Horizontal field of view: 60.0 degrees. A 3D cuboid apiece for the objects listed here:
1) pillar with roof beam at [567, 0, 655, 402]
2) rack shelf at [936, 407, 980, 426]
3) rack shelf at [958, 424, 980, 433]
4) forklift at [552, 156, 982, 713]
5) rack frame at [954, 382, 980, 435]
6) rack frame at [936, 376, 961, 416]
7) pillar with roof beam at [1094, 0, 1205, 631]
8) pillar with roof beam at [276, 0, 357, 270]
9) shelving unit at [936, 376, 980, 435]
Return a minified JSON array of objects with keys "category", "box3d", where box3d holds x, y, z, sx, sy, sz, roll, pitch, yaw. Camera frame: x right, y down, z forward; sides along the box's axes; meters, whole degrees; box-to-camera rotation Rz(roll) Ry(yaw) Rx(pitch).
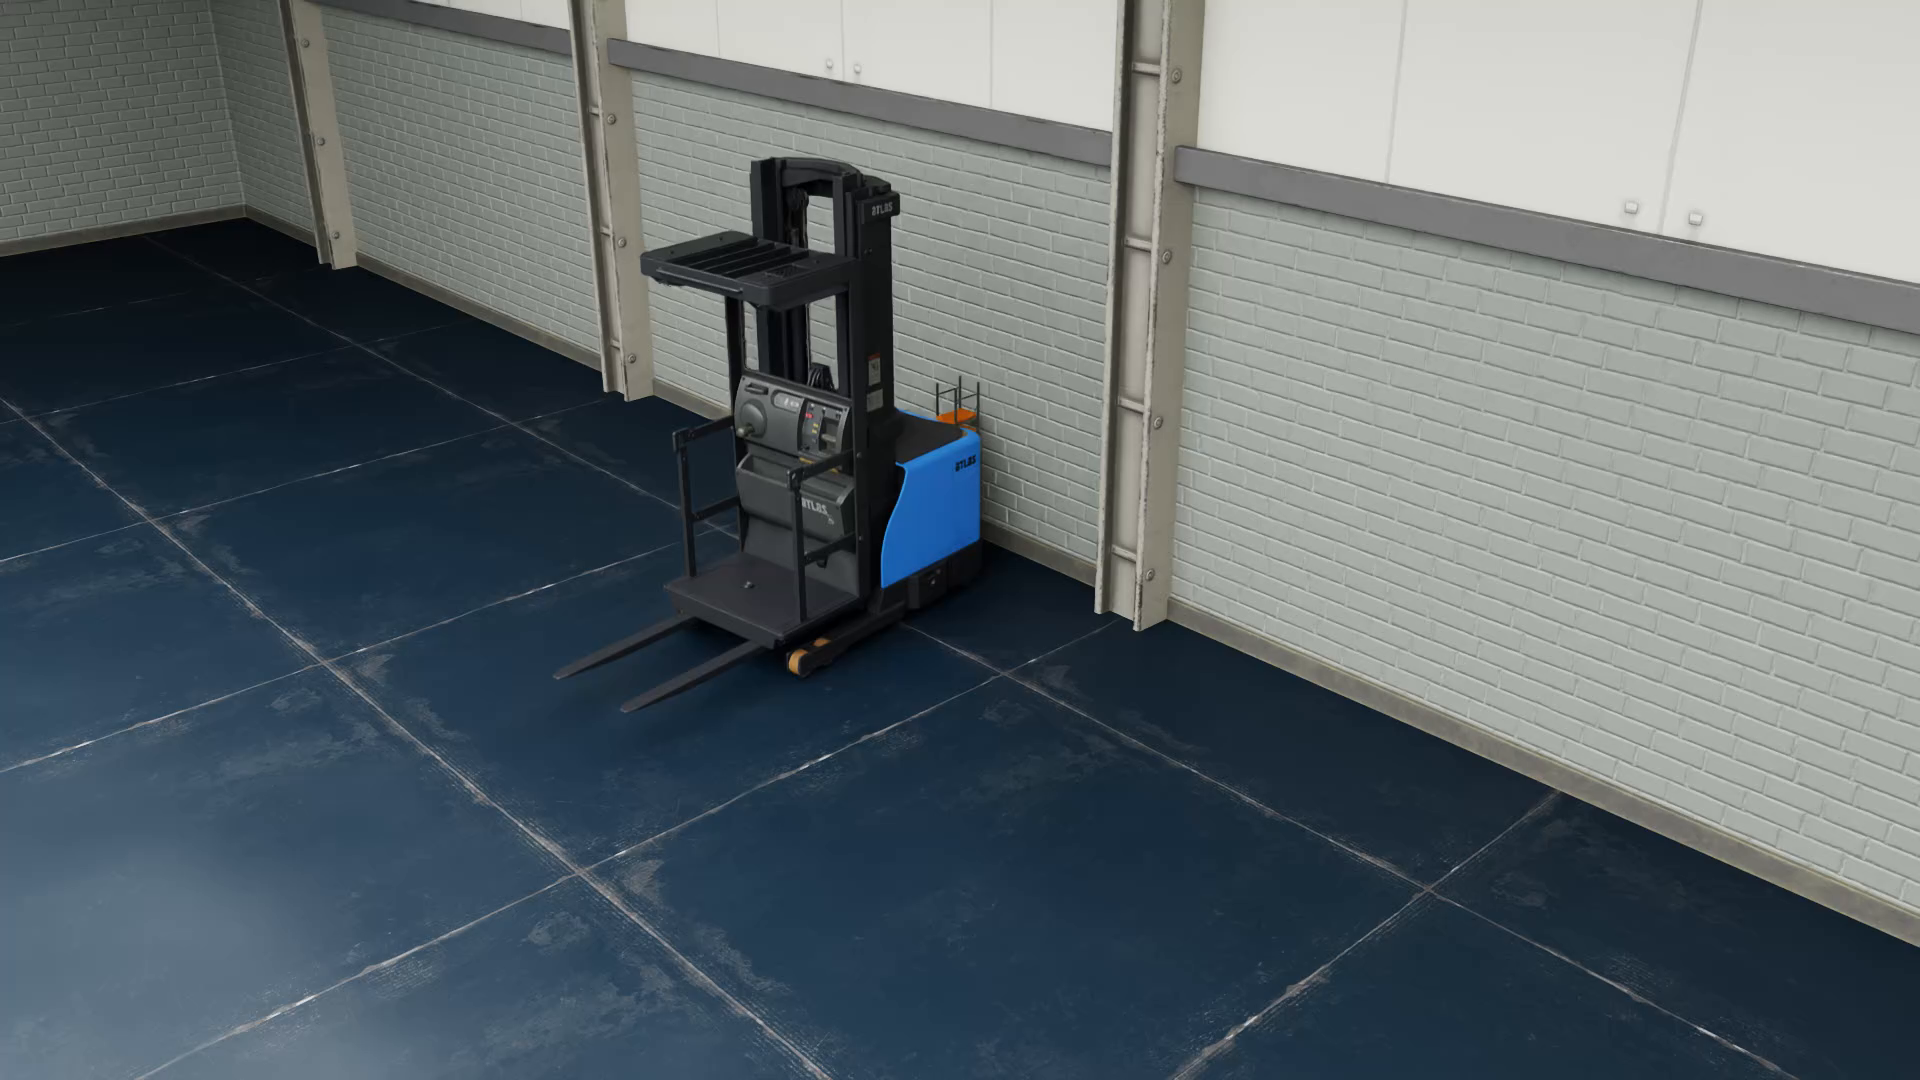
[{"category":"pillar with roof beam","box3d":[-6.110,-4.201,10.414,9.100,9.000,0.400,-21,32,-38]},{"category":"rack shelf","box3d":[-0.015,-0.834,11.669,0.258,0.103,0.180,-22,32,-39]},{"category":"rack shelf","box3d":[-0.015,-0.725,11.719,0.258,0.103,0.180,-22,32,-39]},{"category":"forklift","box3d":[-1.175,-0.730,10.115,1.130,2.935,3.031,19,31,35]},{"category":"rack frame","box3d":[0.049,-0.520,11.740,0.240,1.200,0.006,-22,32,-39]},{"category":"rack frame","box3d":[-0.079,-0.574,11.860,0.240,1.200,0.006,-22,32,-39]},{"category":"pillar with roof beam","box3d":[-2.009,-2.383,6.429,9.100,9.000,0.400,-21,32,-38]},{"category":"pillar with roof beam","box3d":[-10.211,-6.019,14.398,9.100,9.000,0.400,-21,32,-38]},{"category":"shelving unit","box3d":[-0.015,-0.547,11.800,0.258,1.200,0.189,-22,32,-39]}]
